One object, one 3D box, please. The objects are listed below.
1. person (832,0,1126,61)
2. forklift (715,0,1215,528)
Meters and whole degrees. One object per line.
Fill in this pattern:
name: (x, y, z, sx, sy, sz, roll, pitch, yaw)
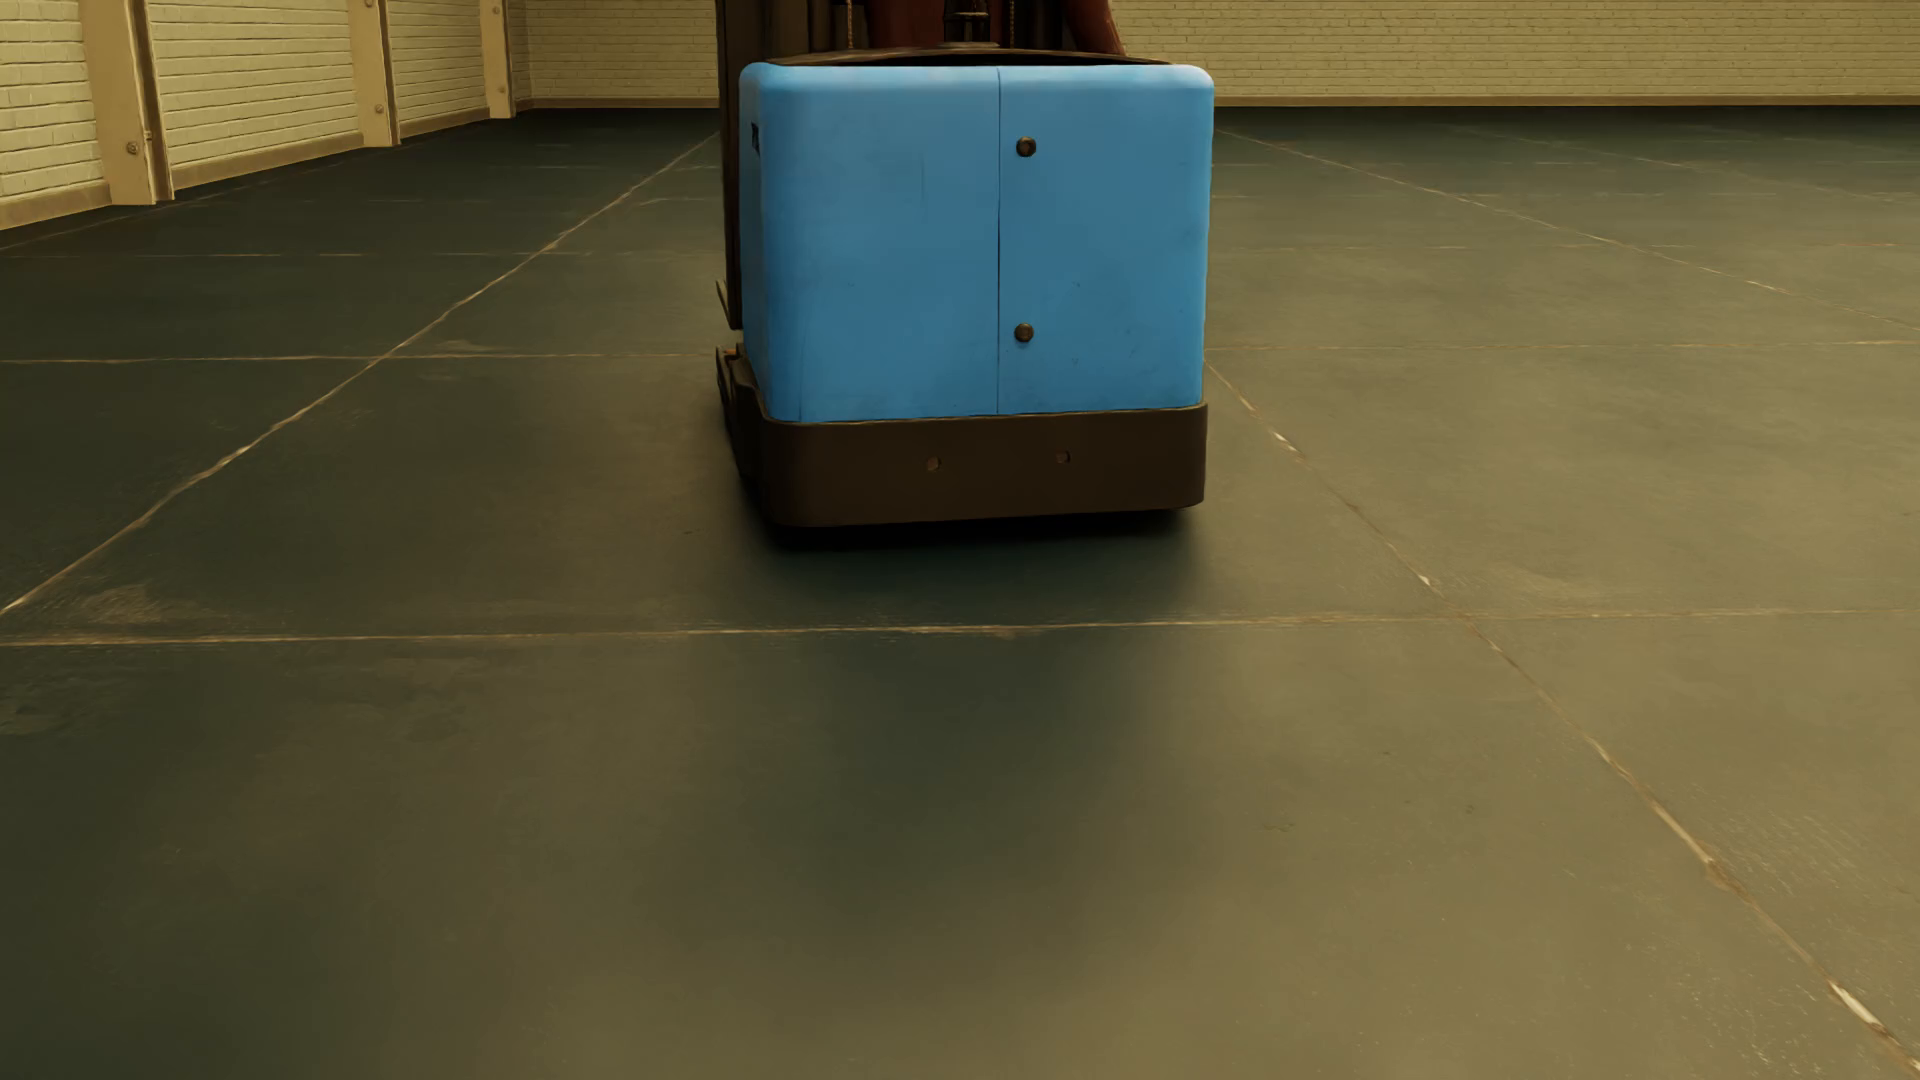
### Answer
person: (0.028, -1.126, 4.690, 0.989, 1.679, 0.712, 10, 20, 30)
forklift: (-0.189, -1.818, 4.851, 1.130, 2.935, 3.031, -3, 17, -10)
